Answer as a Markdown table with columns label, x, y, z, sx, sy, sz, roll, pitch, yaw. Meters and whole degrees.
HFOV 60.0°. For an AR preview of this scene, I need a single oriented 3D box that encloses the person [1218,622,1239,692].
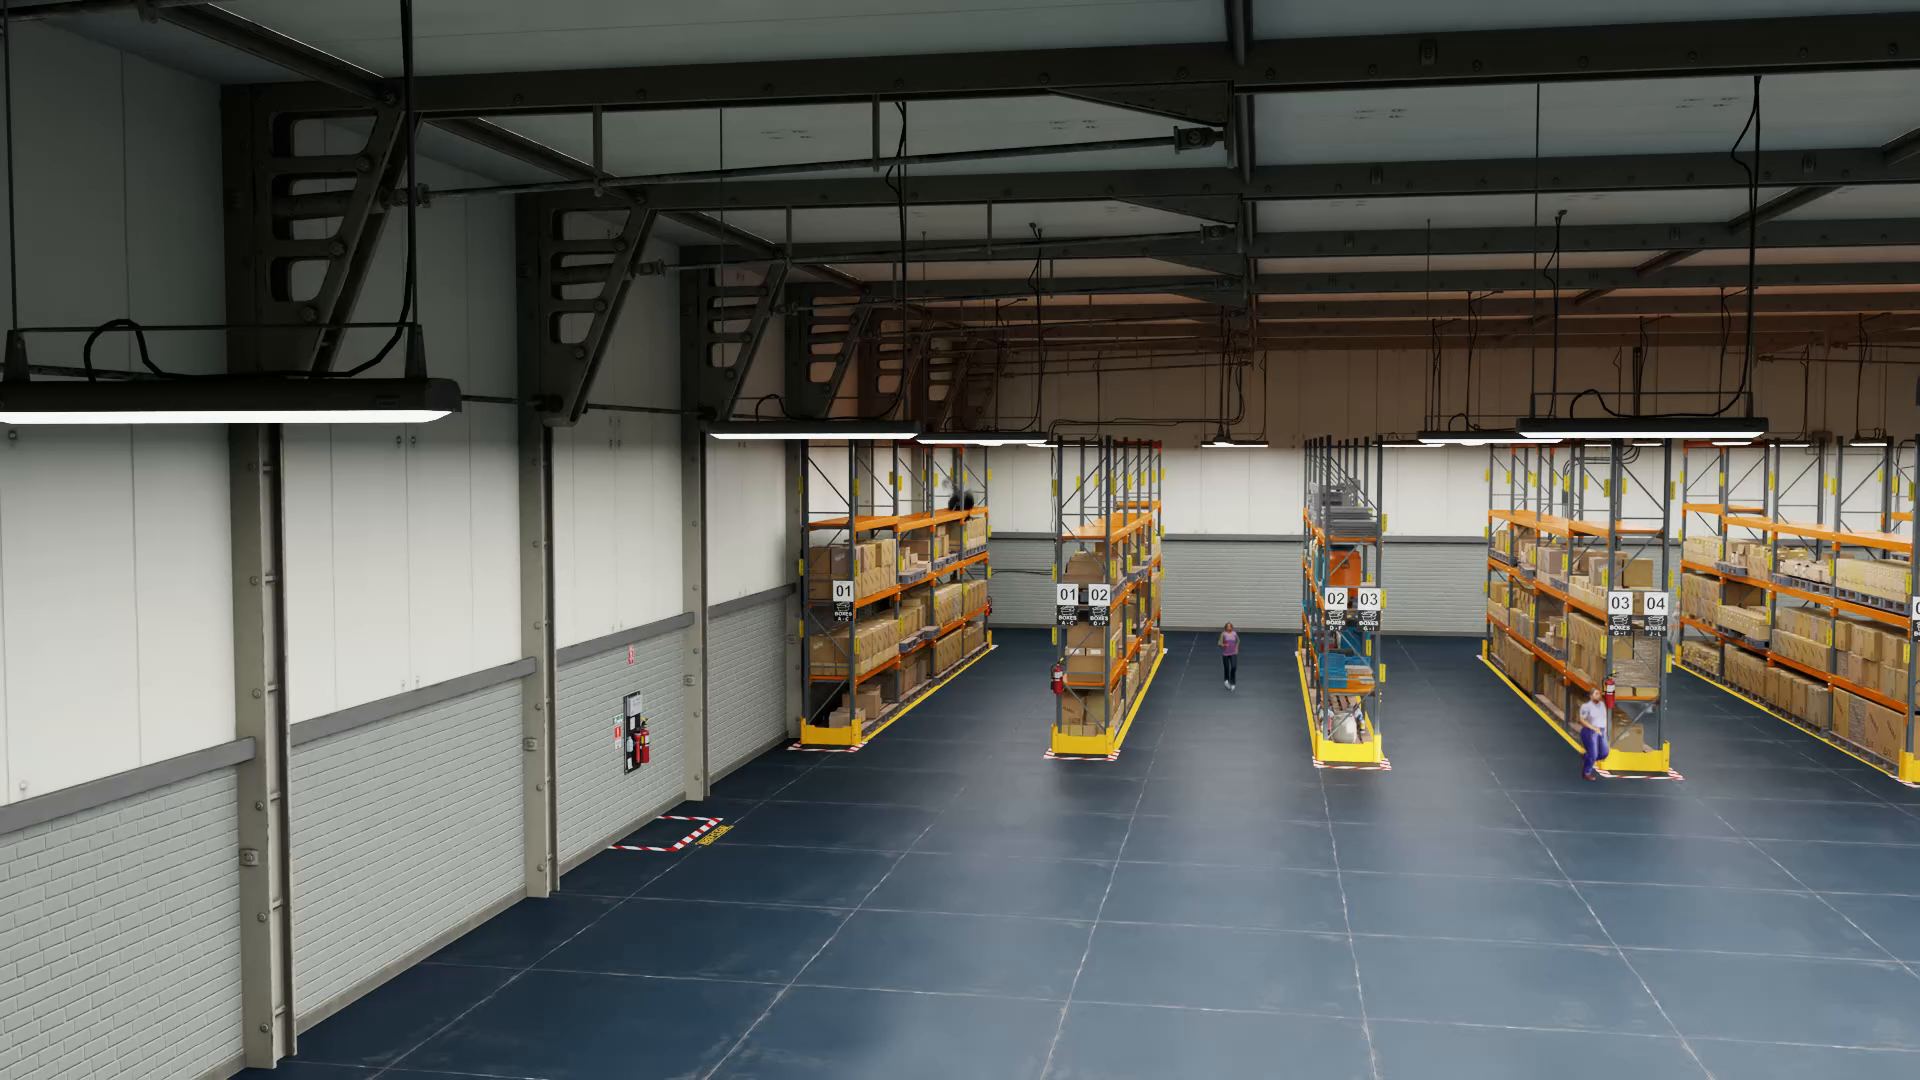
| label | x | y | z | sx | sy | sz | roll | pitch | yaw |
| --- | --- | --- | --- | --- | --- | --- | --- | --- | --- |
| person | 6.422 | 2.774 | 39.713 | 0.522 | 1.645 | 0.748 | 0 | 3 | 3 |

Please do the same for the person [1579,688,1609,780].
| label | x | y | z | sx | sy | sz | roll | pitch | yaw |
| --- | --- | --- | --- | --- | --- | --- | --- | --- | --- |
| person | 11.033 | 3.367 | 28.874 | 0.631 | 1.607 | 0.597 | -1 | 3 | -19 |

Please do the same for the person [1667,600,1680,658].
| label | x | y | z | sx | sy | sz | roll | pitch | yaw |
| --- | --- | --- | --- | --- | --- | --- | --- | --- | --- |
| person | 19.640 | 2.447 | 45.602 | 0.498 | 1.626 | 0.580 | -1 | 3 | -13 |

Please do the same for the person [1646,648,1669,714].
| label | x | y | z | sx | sy | sz | roll | pitch | yaw |
| --- | --- | --- | --- | --- | --- | --- | --- | --- | --- |
| person | 15.194 | 2.871 | 36.428 | 0.661 | 1.843 | 0.776 | 0 | 3 | 6 |
